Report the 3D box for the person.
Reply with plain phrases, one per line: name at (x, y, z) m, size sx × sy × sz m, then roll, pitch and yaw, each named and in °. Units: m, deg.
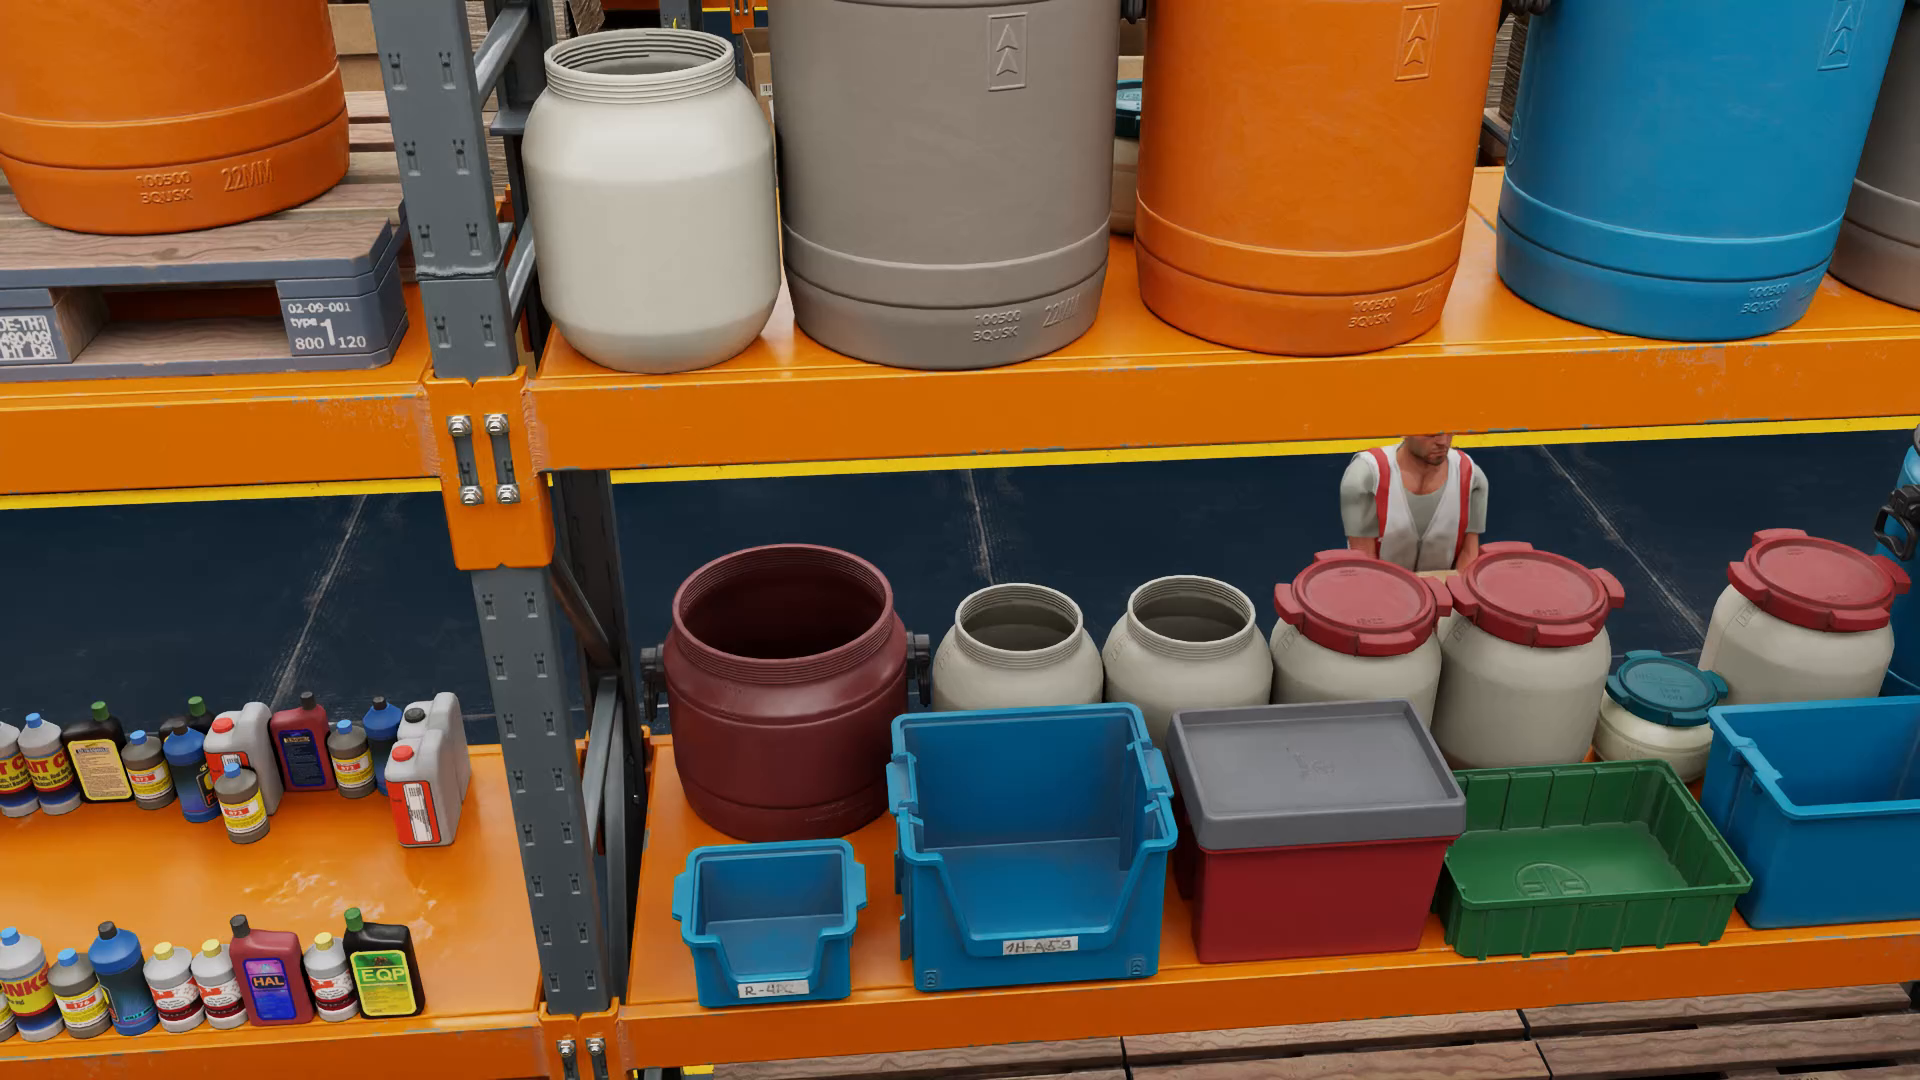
person at (1.495, 0.320, 5.576) m, size 0.494 × 1.784 × 0.564 m, roll -2°, pitch 31°, yaw -4°
